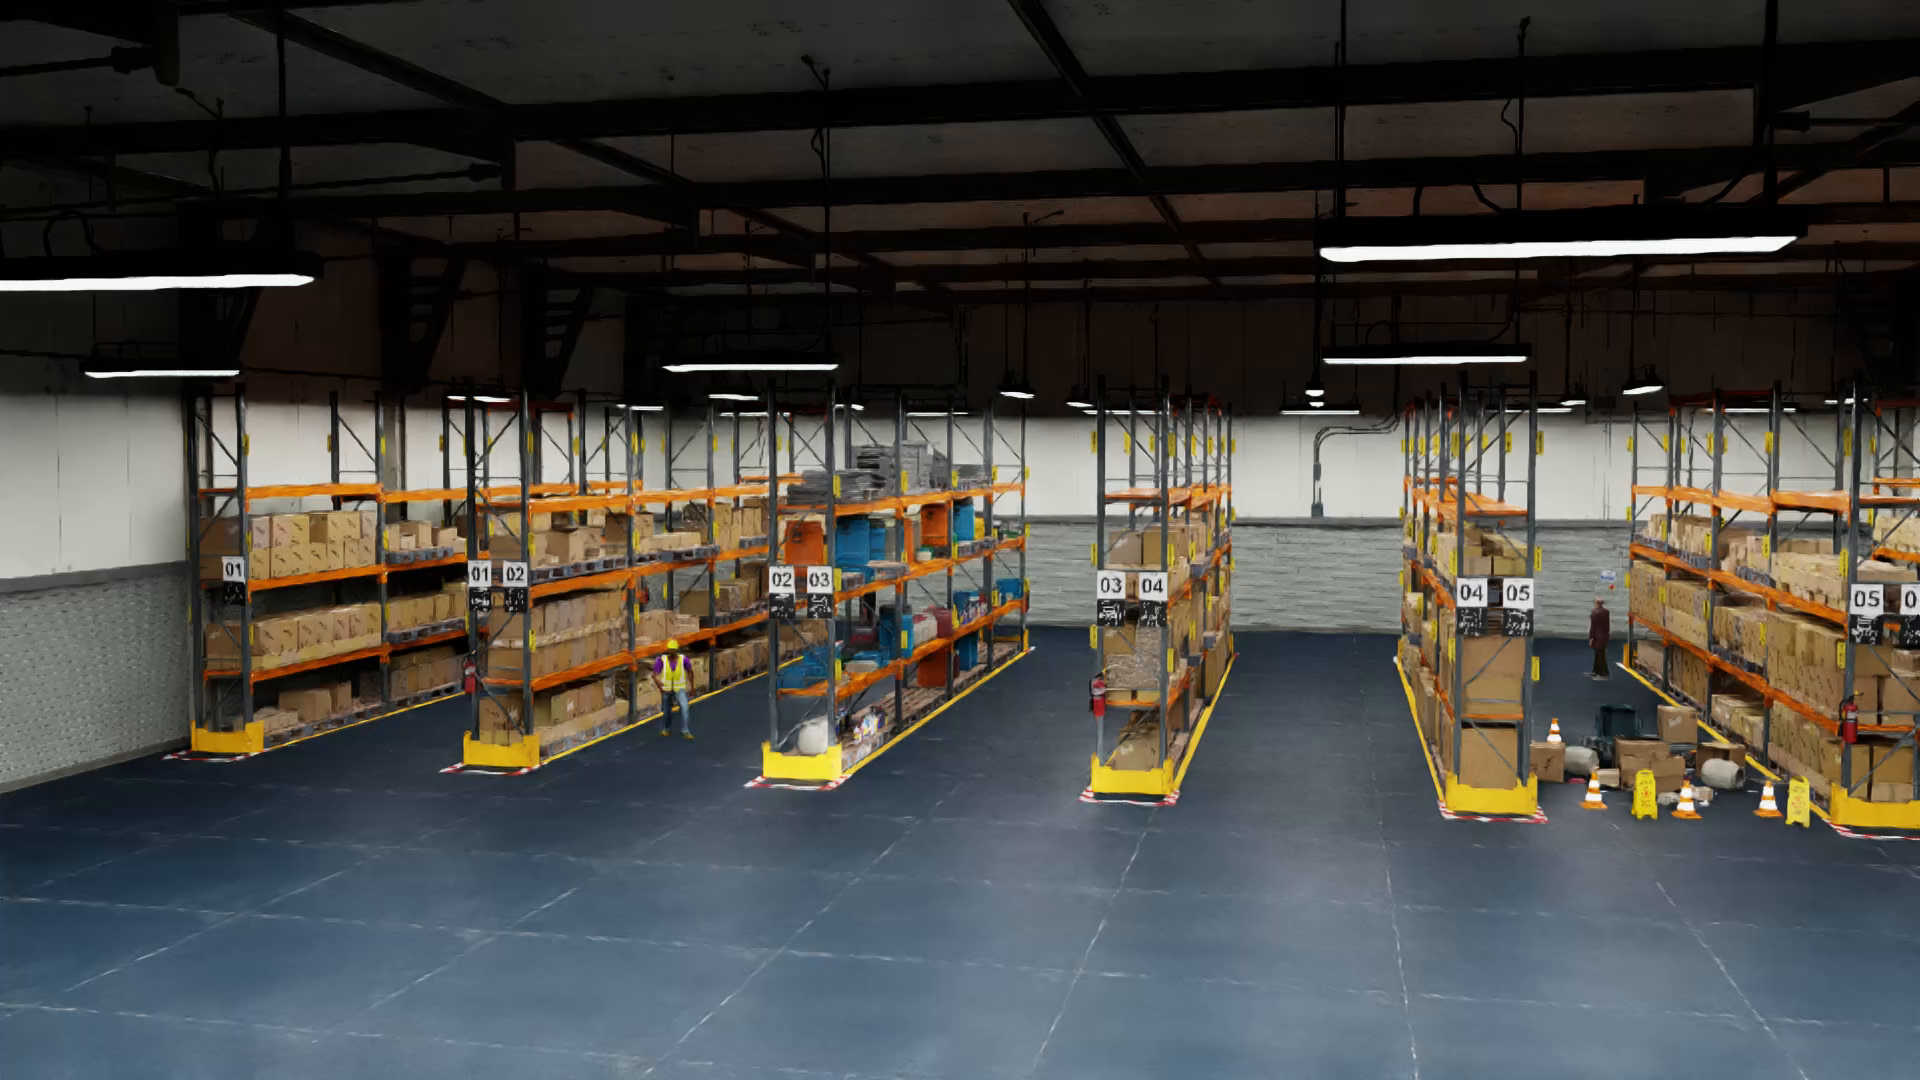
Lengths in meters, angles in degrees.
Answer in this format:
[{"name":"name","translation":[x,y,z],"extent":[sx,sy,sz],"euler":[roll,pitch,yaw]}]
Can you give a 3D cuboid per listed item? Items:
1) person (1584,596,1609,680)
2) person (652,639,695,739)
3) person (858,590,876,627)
[{"name":"person","translation":[13.570,2.123,35.414],"extent":[0.636,1.671,0.670],"euler":[3,4,43]},{"name":"person","translation":[-4.870,2.523,28.295],"extent":[0.711,1.695,0.815],"euler":[0,3,-7]},{"name":"person","translation":[-2.369,1.707,42.476],"extent":[0.463,1.725,0.614],"euler":[2,4,37]}]
